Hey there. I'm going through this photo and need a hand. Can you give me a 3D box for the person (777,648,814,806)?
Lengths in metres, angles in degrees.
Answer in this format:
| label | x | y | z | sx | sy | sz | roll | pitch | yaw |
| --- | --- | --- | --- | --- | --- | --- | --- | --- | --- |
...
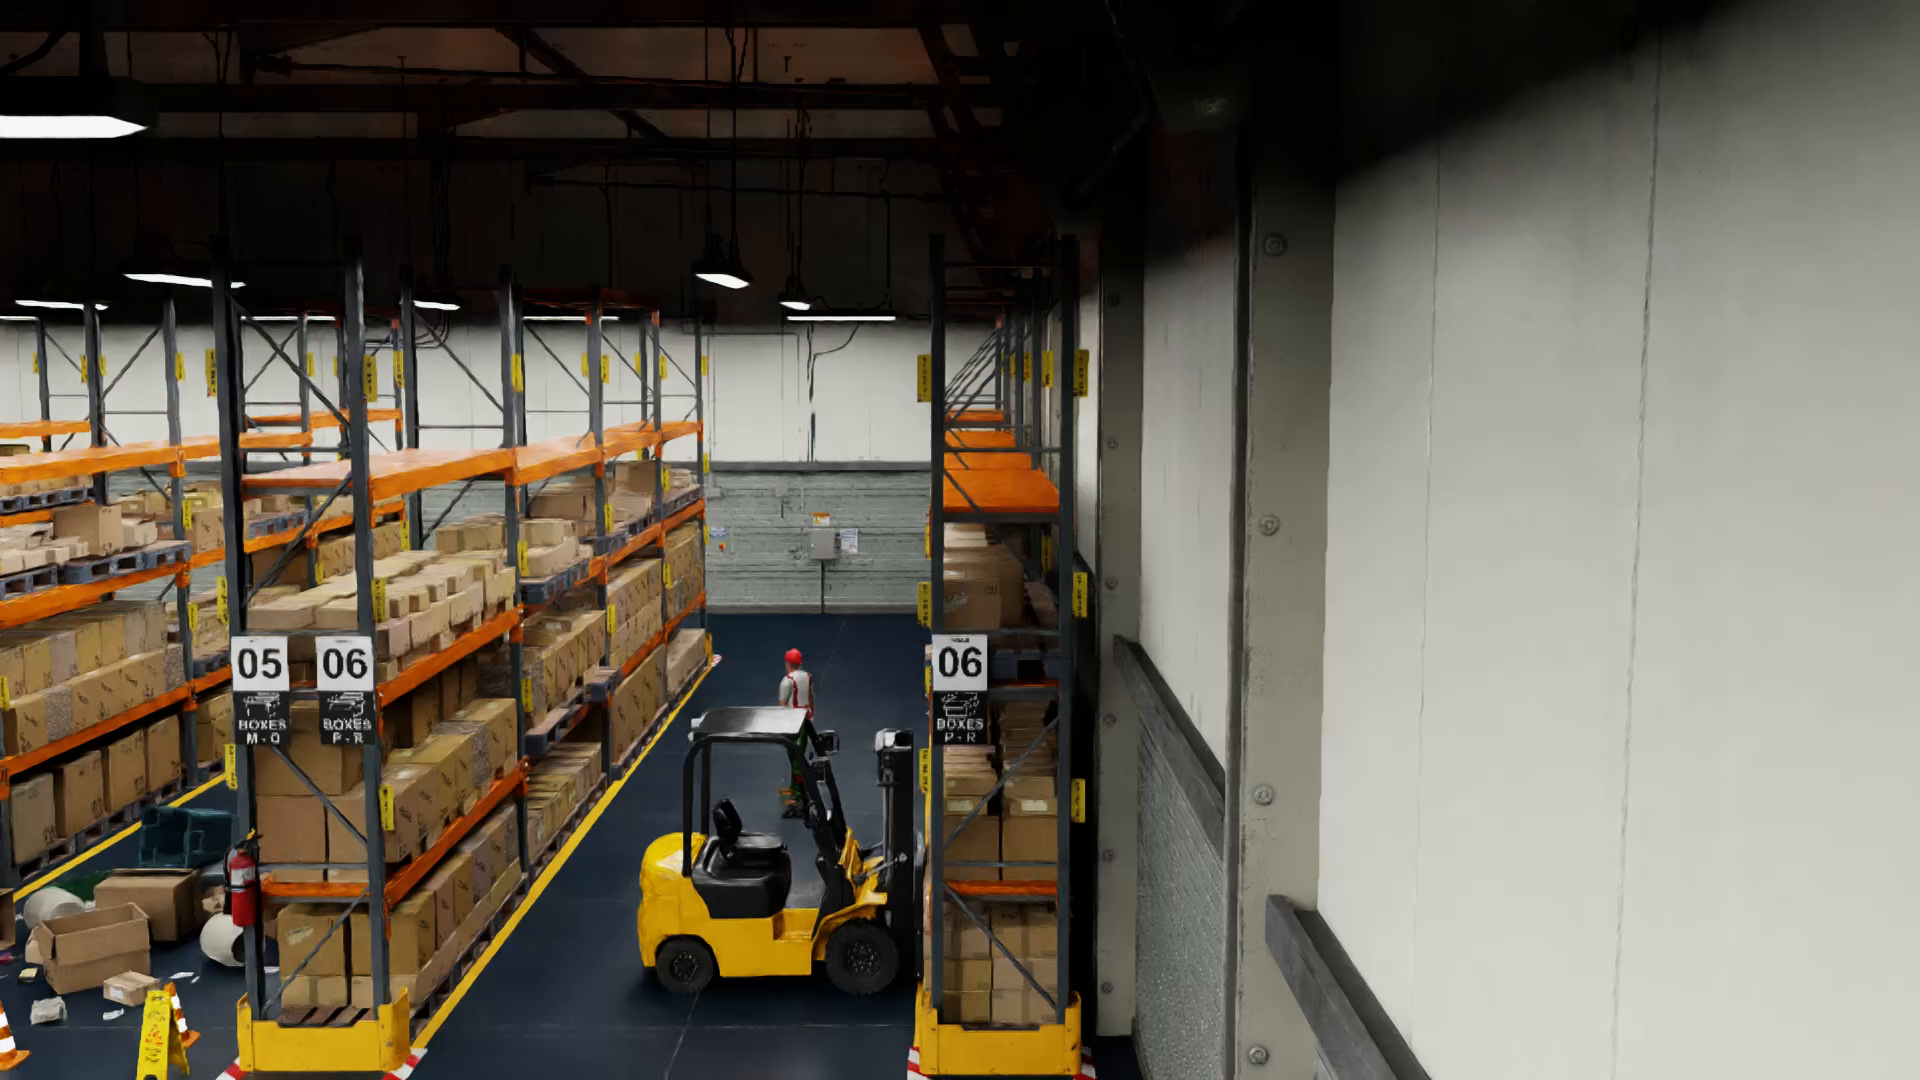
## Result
| label | x | y | z | sx | sy | sz | roll | pitch | yaw |
| --- | --- | --- | --- | --- | --- | --- | --- | --- | --- |
| person | -1.938 | 2.133 | 19.296 | 0.577 | 1.781 | 0.655 | 3 | 7 | 26 |
